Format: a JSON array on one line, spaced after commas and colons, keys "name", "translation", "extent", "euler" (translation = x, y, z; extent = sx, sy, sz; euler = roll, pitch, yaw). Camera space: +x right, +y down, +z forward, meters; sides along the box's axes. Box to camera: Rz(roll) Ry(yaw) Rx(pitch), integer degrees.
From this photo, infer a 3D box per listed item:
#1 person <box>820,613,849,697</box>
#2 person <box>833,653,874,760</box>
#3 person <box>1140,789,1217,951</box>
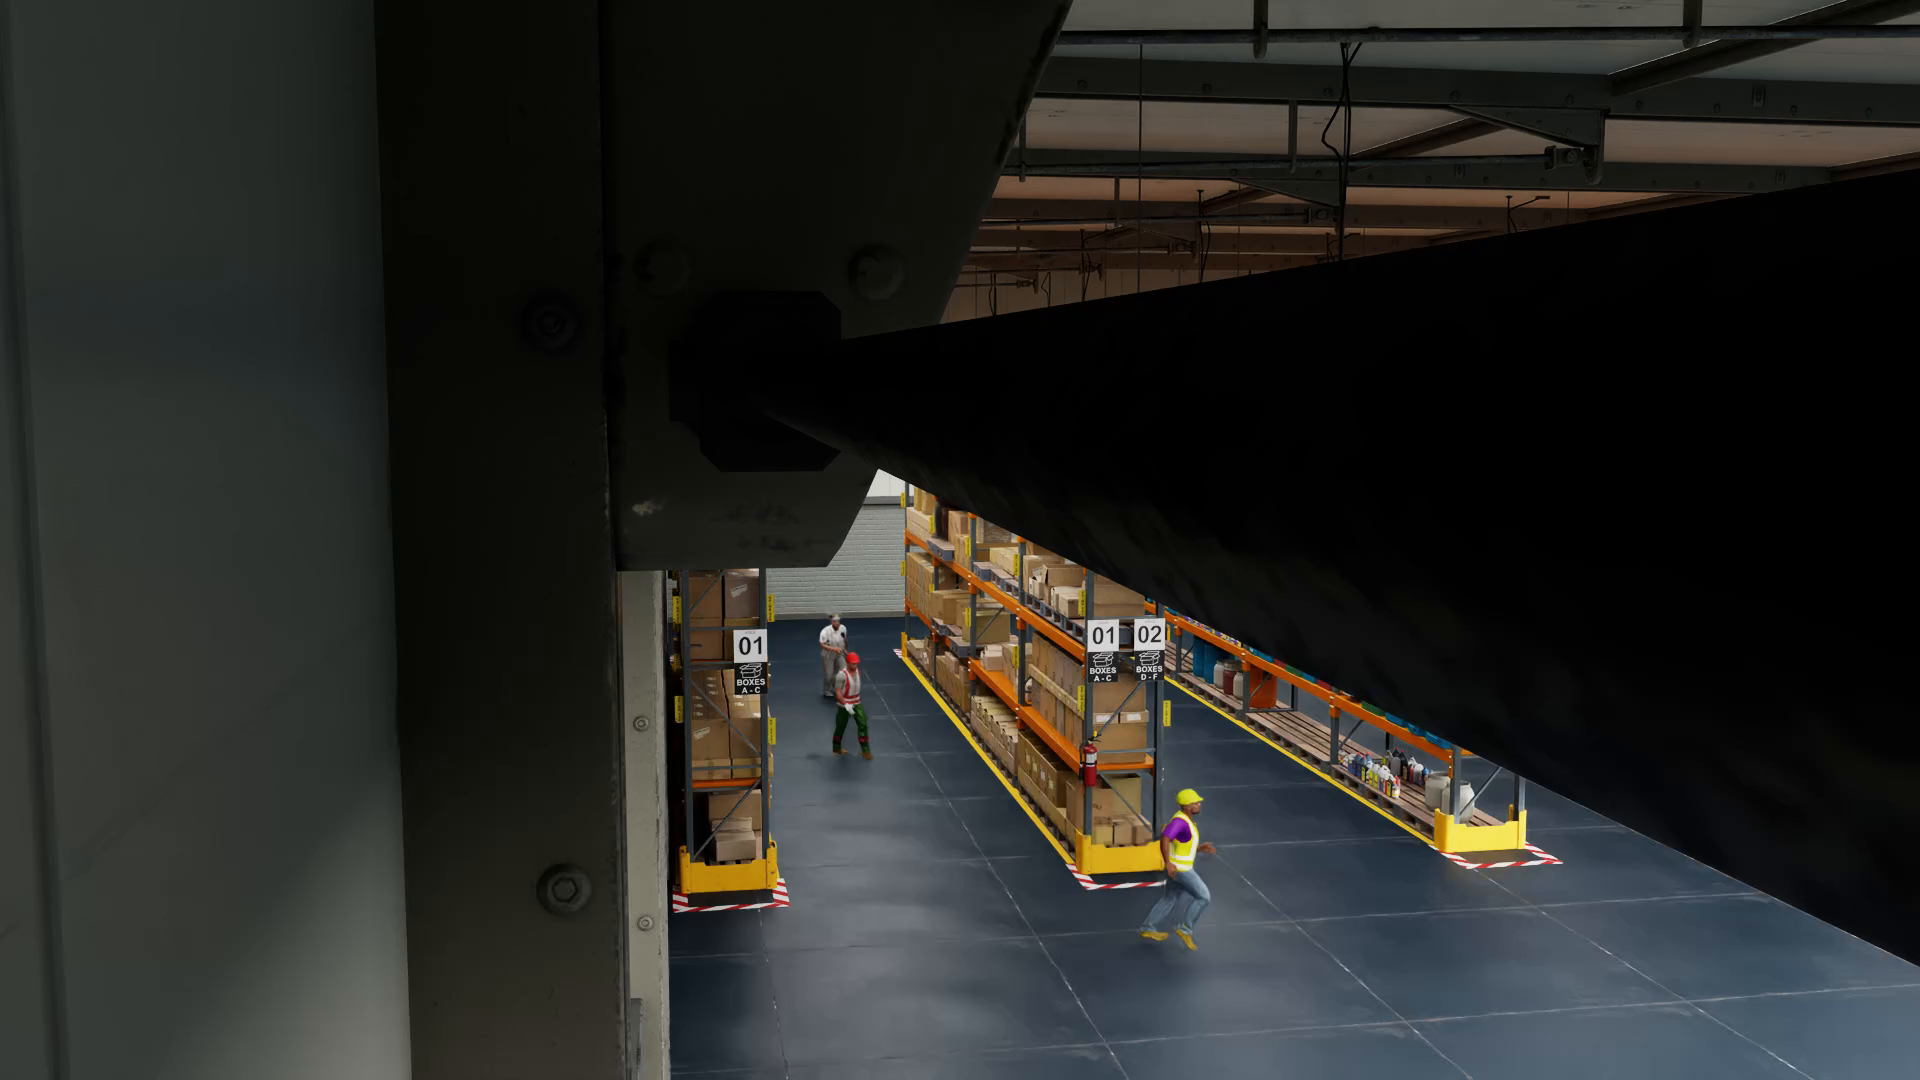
[{"name": "person", "translation": [-2.393, 2.201, 31.832], "extent": [0.671, 1.662, 0.809], "euler": [-3, 7, -30]}, {"name": "person", "translation": [-1.807, 2.708, 26.948], "extent": [0.616, 1.833, 0.765], "euler": [-5, 8, -39]}, {"name": "person", "translation": [2.393, 3.595, 18.156], "extent": [0.834, 1.774, 0.644], "euler": [0, 6, 4]}]
